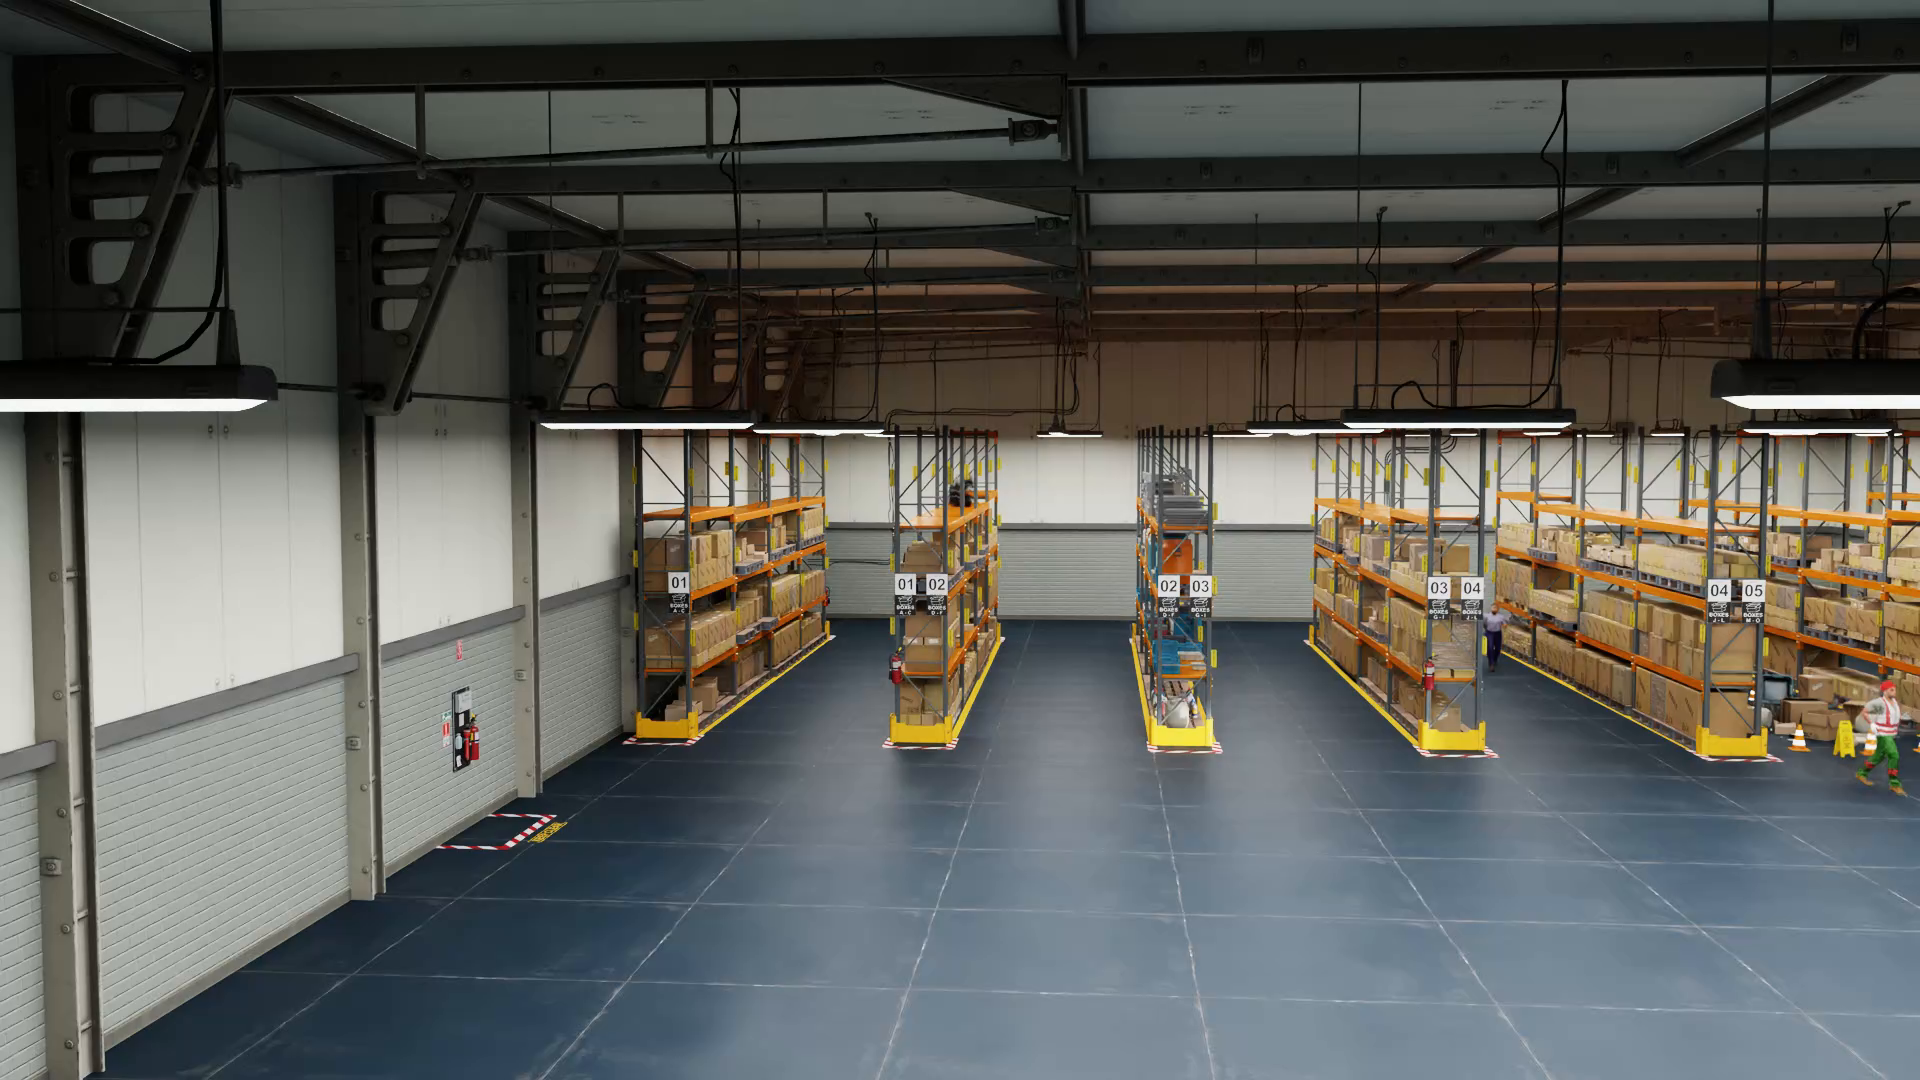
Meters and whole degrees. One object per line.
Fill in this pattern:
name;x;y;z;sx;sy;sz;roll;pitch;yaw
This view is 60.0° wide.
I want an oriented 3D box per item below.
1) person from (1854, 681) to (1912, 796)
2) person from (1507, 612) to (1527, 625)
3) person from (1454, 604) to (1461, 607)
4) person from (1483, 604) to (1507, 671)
person;15.061;3.199;27.089;0.624;1.833;0.866;-3;4;-37
person;15.874;1.989;47.522;0.747;1.738;0.905;-3;5;-44
person;13.520;2.196;45.541;0.601;1.559;0.579;1;4;22
person;13.273;2.399;41.350;0.607;1.636;0.941;0;3;6
